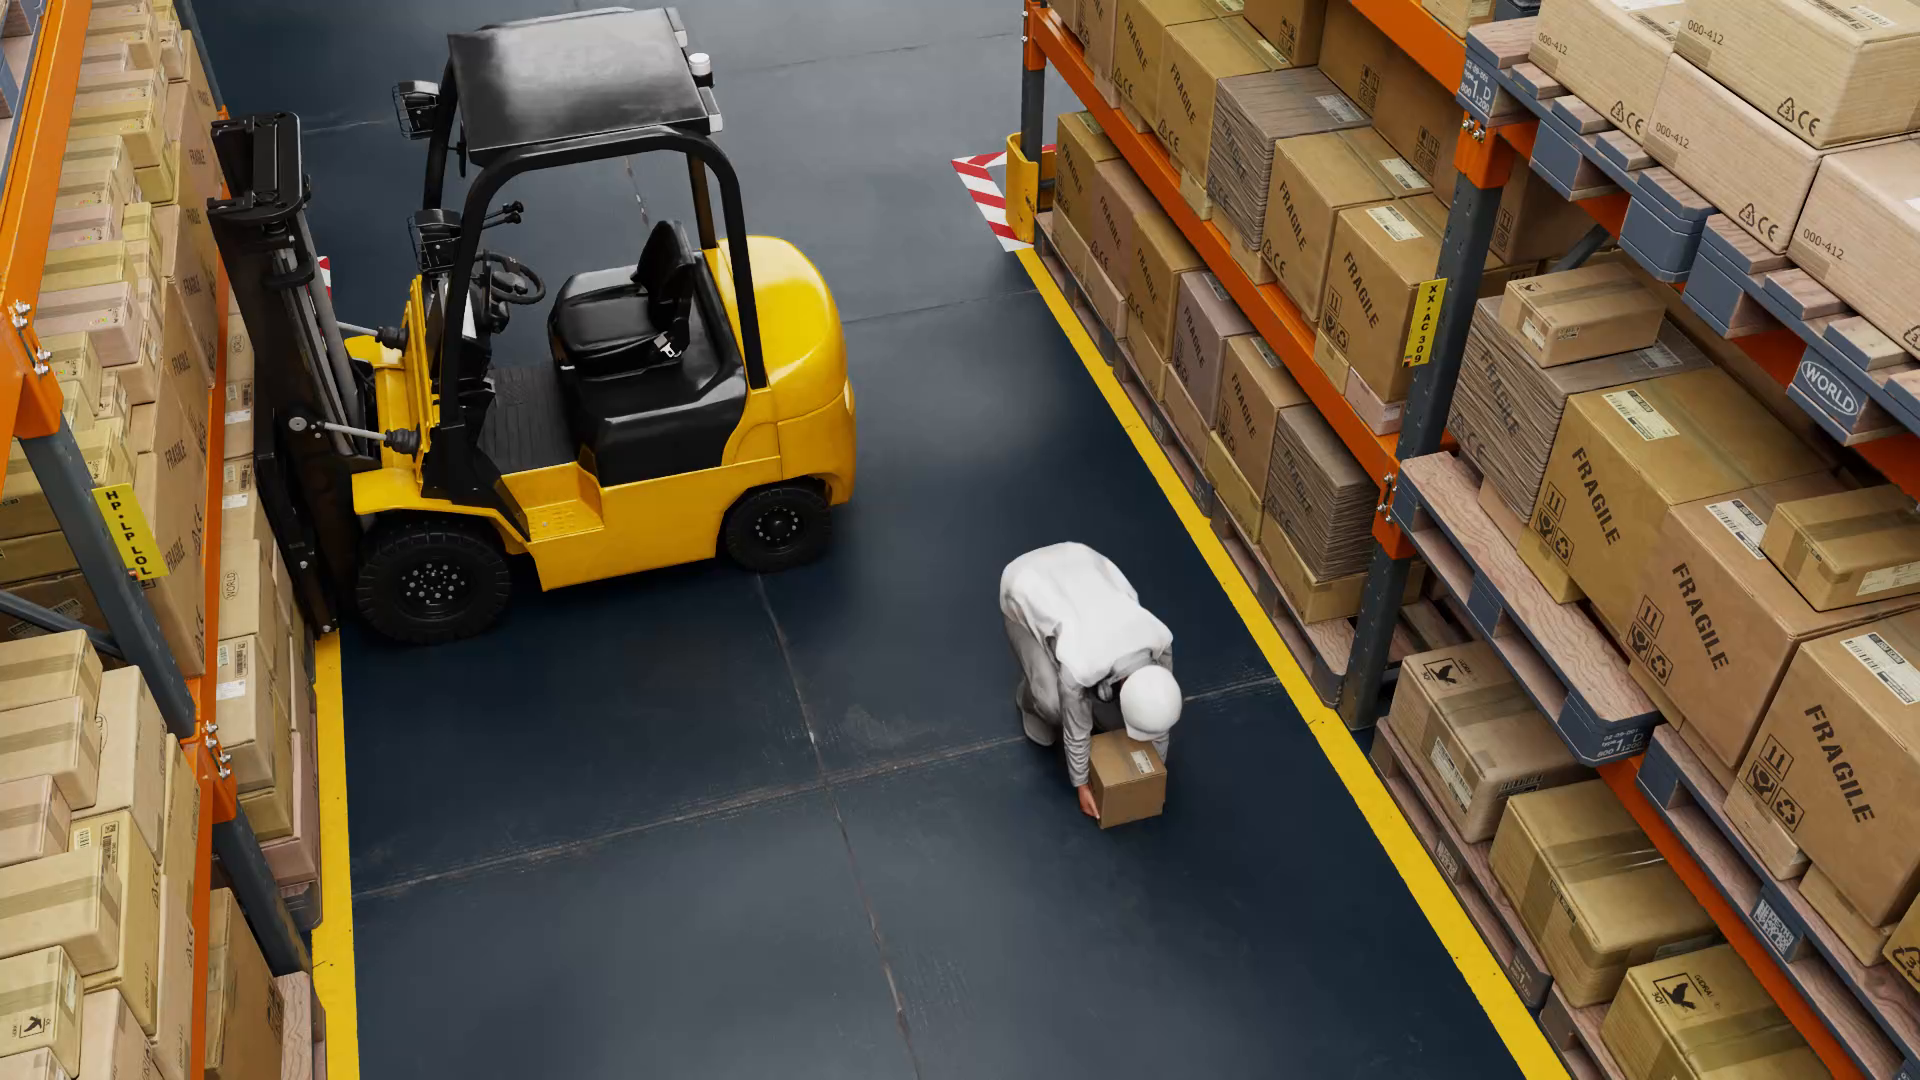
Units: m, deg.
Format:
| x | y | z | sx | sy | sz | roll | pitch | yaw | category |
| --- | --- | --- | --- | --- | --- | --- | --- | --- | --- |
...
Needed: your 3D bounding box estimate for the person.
| x | y | z | sx | sy | sz | roll | pitch | yaw | category |
| --- | --- | --- | --- | --- | --- | --- | --- | --- | --- |
| 0.507 | 0.520 | 6.306 | 0.502 | 0.815 | 0.999 | -15 | 44 | -16 | person |
